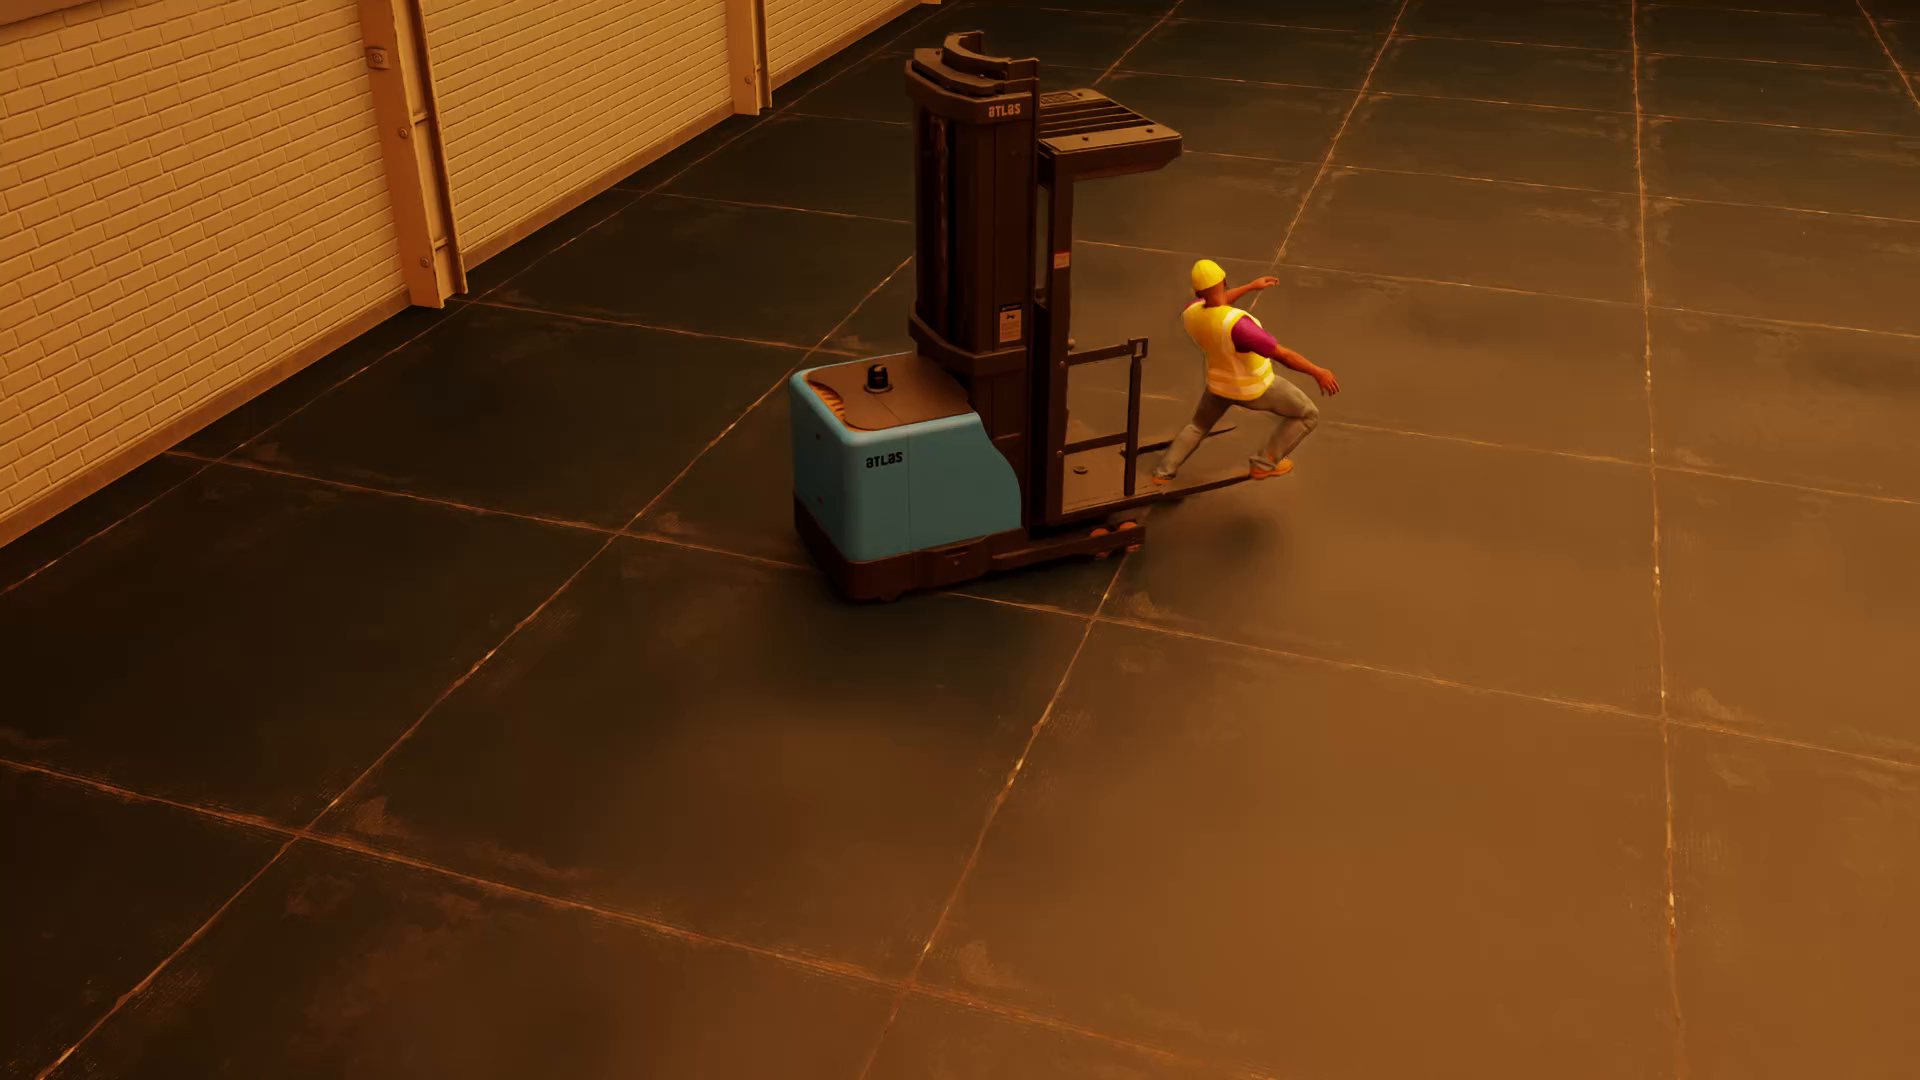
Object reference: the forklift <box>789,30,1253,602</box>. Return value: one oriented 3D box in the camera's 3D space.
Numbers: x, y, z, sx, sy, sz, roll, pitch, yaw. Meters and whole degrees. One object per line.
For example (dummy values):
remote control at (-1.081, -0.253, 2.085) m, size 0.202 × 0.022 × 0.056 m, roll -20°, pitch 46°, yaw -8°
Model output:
forklift at (0.556, -1.399, 9.591) m, size 3.031 × 2.935 × 1.130 m, roll -12°, pitch 32°, yaw -21°

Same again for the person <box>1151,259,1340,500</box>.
person at (1.831, -0.933, 10.091) m, size 1.016 × 1.605 × 0.901 m, roll 24°, pitch 37°, yaw 35°
